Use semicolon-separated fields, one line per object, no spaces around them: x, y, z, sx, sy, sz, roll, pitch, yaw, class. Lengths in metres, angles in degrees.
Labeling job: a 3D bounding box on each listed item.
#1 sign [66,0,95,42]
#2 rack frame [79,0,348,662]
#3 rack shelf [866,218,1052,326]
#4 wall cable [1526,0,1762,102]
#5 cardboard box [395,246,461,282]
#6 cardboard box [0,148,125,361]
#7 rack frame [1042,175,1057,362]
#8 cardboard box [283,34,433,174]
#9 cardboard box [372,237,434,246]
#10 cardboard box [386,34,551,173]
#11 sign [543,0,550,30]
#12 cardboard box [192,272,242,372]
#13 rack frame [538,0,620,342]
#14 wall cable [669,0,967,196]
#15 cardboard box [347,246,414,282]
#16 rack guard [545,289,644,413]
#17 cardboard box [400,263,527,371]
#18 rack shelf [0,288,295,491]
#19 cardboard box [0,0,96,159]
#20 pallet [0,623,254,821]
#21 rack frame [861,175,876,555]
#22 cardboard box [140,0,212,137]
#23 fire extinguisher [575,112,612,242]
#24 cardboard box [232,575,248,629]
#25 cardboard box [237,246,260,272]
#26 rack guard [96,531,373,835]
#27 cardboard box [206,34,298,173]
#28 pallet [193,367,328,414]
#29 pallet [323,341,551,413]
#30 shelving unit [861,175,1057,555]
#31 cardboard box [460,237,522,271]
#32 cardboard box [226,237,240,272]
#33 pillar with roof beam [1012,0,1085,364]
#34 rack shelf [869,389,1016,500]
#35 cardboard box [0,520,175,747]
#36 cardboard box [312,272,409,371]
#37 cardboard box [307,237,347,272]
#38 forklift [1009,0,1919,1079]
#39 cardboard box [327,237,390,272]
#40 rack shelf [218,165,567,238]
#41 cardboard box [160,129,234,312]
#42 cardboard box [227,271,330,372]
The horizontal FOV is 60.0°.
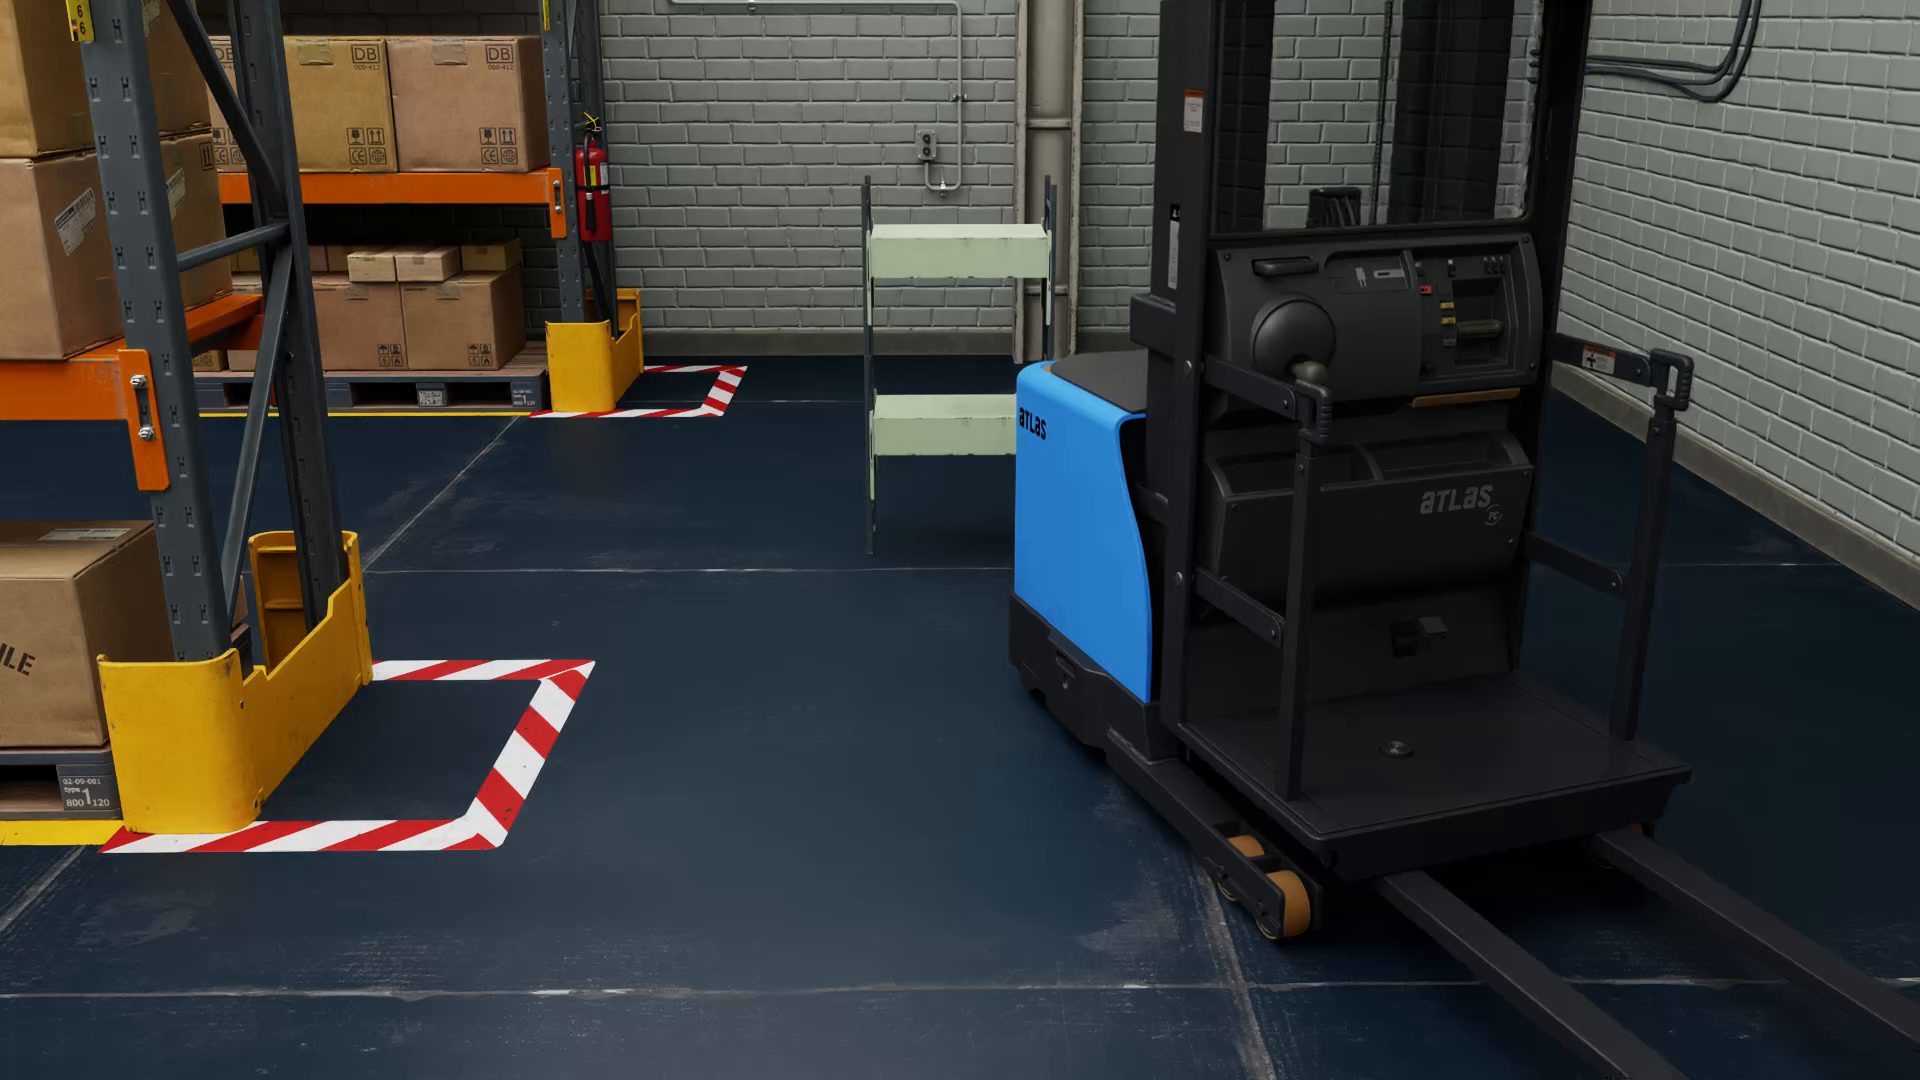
-2.075;-1.336;3.888;0.005;0.325;0.100;0;18;-1;sign
-2.064;-0.804;4.642;0.127;3.000;1.000;0;18;-1;rack frame
-0.007;-1.086;6.699;0.720;0.370;0.431;0;18;-1;rack shelf
3.515;-3.613;8.661;0.112;2.526;3.097;0;18;-1;wall cable
-2.970;-1.545;9.296;0.250;0.149;0.380;0;18;-2;cardboard box
-2.508;-0.766;4.361;0.500;0.500;0.500;0;18;1;cardboard box
0.359;-0.716;6.824;0.023;1.500;0.400;0;18;-1;rack frame
-3.383;-2.447;9.274;0.700;0.700;0.980;0;18;-1;cardboard box
-3.229;-1.660;9.655;0.250;0.149;0.380;0;18;-1;cardboard box
-2.656;-2.454;9.295;0.700;0.700;0.980;1;18;2;cardboard box
-2.151;-2.815;8.629;0.005;0.325;0.100;0;18;-1;sign
-4.381;-1.282;9.540;0.500;0.500;0.700;0;18;0;cardboard box
-2.146;-2.317;9.358;0.127;3.000;1.000;0;18;-1;rack frame
-0.881;-3.095;10.123;1.851;1.984;0.084;0;18;-1;wall cable
-3.226;-1.543;9.291;0.250;0.149;0.380;0;18;1;cardboard box
-2.122;-1.126;9.741;0.348;0.500;1.175;0;18;-1;rack guard
-2.844;-1.292;9.570;0.500;0.500;0.700;0;18;-1;cardboard box
-4.064;-0.451;4.722;4.000;0.370;1.077;0;18;-1;rack shelf
-2.505;-1.241;4.206;0.500;0.500;0.500;0;18;-1;cardboard box
-2.937;0.529;5.054;1.213;0.211;1.003;0;18;-1;pallet
-0.373;-0.712;6.813;0.023;1.500;0.400;0;18;-1;rack frame
-2.512;-1.406;4.718;0.500;0.500;0.500;0;18;1;cardboard box
-1.988;-1.962;8.990;0.183;0.674;0.296;0;18;-1;fire extinguisher
-2.488;0.241;5.331;0.250;0.149;0.380;0;18;-1;cardboard box
-3.990;-1.656;9.643;0.250;0.149;0.380;0;18;0;cardboard box
-2.140;0.387;5.023;0.348;0.500;1.175;0;18;-1;rack guard
-4.146;-2.446;9.271;0.700;0.700;0.980;-1;18;-4;cardboard box
-4.161;-0.956;9.682;1.213;0.211;1.003;0;18;-1;pallet
-2.944;-0.961;9.698;1.213;0.211;1.003;0;18;-1;pallet
-0.007;-0.714;6.818;0.755;1.500;0.431;0;18;-1;shelving unit
-2.723;-1.663;9.664;0.250;0.149;0.380;0;18;0;cardboard box
-4.243;-1.655;9.639;0.250;0.149;0.380;-1;18;-2;cardboard box
0.608;-4.136;5.207;0.400;9.000;9.100;0;18;-1;pillar with roof beam
-0.007;-0.404;6.918;0.720;0.370;0.431;0;18;-1;rack shelf
-2.604;0.255;4.714;0.500;0.500;0.500;0;18;-1;cardboard box
-3.345;-1.290;9.563;0.500;0.500;0.700;0;18;-1;cardboard box
-3.734;-1.658;9.647;0.250;0.149;0.380;0;18;0;cardboard box
1.150;-0.569;4.024;1.130;2.935;3.031;-6;19;-19;forklift
-3.479;-1.659;9.652;0.250;0.149;0.380;0;18;0;cardboard box
-4.146;-1.964;9.438;4.000;0.370;1.077;0;18;-1;rack shelf
-2.512;-0.930;4.871;0.500;0.500;0.500;0;18;0;cardboard box
-3.848;-1.287;9.555;0.500;0.500;0.700;-1;18;-3;cardboard box
